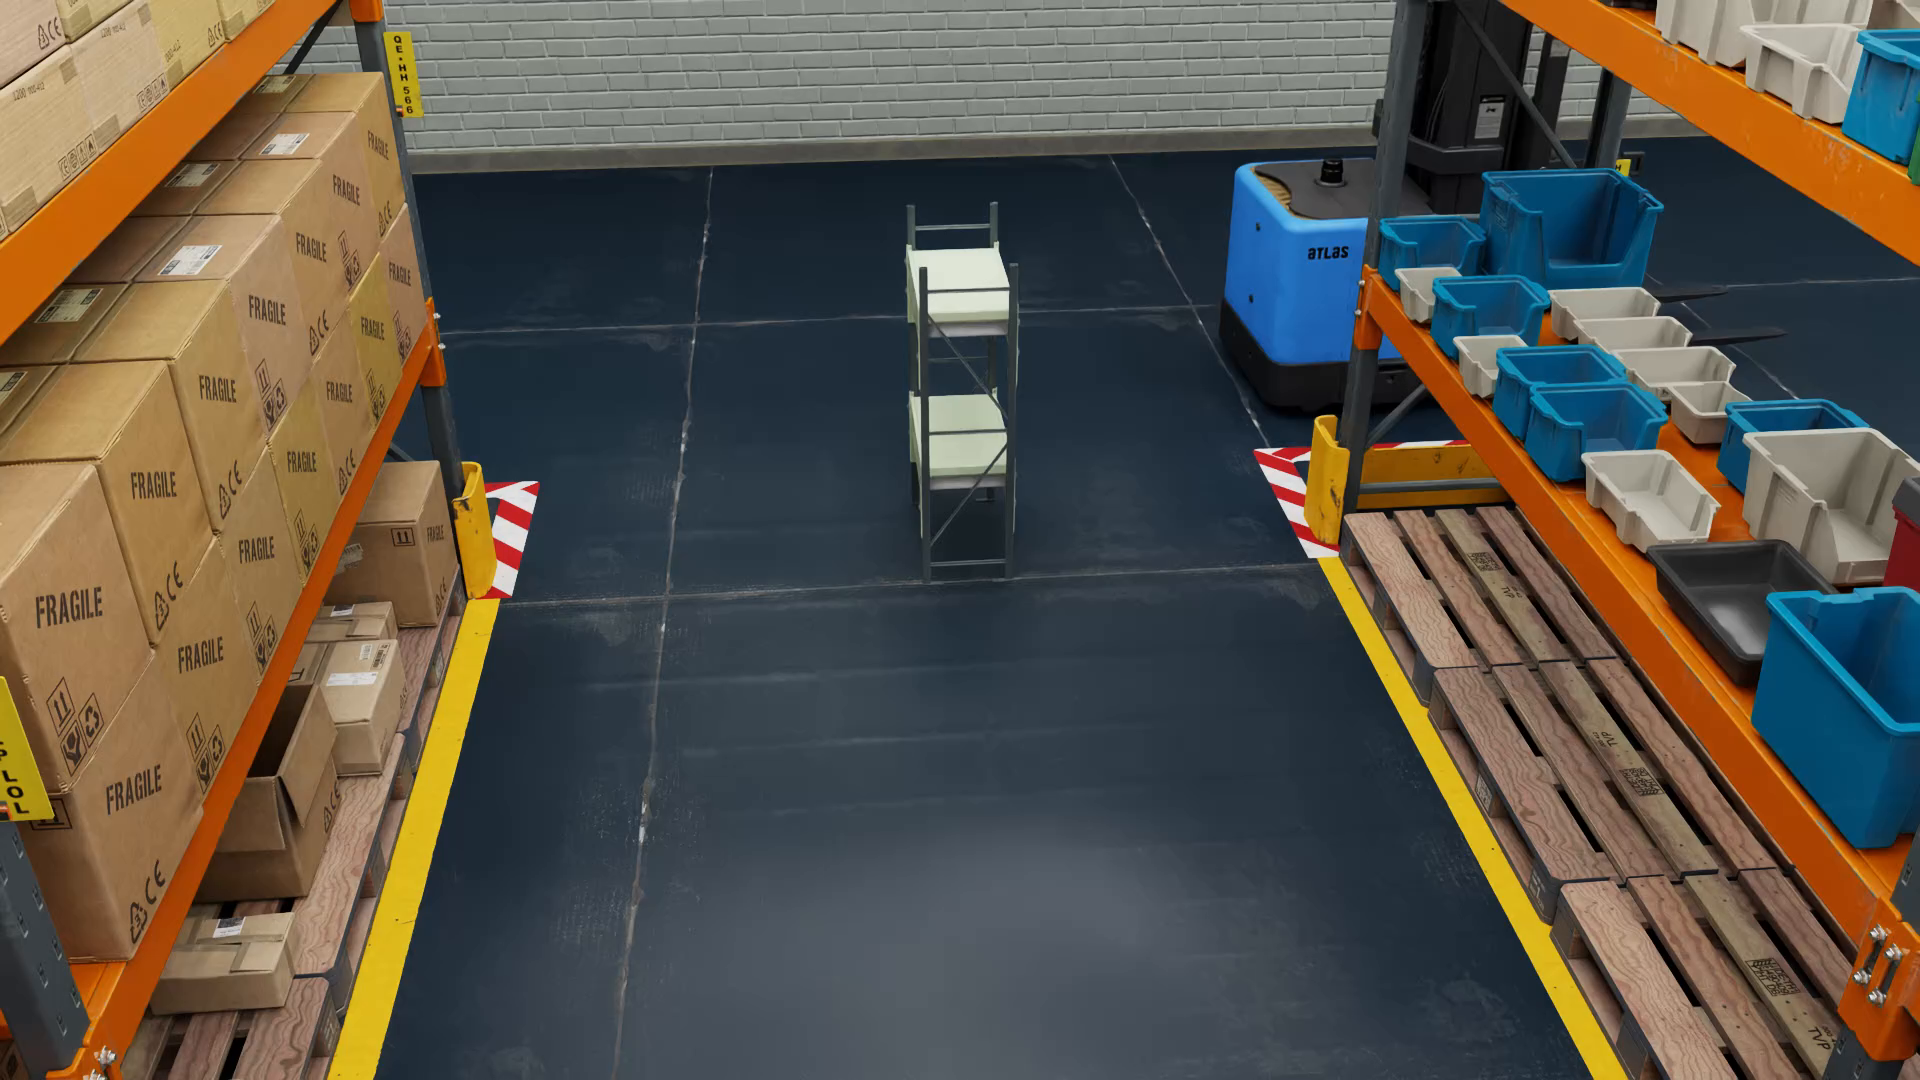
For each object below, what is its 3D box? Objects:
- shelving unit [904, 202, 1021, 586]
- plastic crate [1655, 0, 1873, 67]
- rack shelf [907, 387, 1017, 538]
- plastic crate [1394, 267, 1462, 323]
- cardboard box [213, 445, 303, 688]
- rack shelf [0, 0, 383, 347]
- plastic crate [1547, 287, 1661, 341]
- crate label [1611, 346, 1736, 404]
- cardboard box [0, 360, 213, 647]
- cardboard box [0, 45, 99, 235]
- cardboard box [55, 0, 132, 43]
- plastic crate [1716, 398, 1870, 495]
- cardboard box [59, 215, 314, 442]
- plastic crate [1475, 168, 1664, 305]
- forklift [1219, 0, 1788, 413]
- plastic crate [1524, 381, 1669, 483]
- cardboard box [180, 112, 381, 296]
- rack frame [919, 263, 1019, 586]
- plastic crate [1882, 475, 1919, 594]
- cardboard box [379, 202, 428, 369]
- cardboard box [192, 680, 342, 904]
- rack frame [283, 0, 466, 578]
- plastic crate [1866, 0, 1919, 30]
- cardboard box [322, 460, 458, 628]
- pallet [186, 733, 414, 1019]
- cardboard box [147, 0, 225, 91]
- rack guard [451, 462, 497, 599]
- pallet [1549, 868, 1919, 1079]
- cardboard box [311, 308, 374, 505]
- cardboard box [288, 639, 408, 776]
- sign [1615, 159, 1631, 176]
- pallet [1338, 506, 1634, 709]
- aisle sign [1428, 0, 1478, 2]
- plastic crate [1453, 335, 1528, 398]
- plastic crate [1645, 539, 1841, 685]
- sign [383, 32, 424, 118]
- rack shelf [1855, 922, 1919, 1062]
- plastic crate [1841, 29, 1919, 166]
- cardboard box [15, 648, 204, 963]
[{"bbox_3d":[0.001,-0.640,7.360,0.431,1.500,0.755,-3,31,-5],"label":"shelving unit"},{"bbox_3d":[2.149,-1.456,4.453,0.437,0.282,0.530,-3,31,-5],"label":"plastic crate"},{"bbox_3d":[0.001,-0.361,7.527,0.431,0.370,0.720,-3,31,-5],"label":"rack shelf"},{"bbox_3d":[1.892,-0.969,6.645,0.250,0.136,0.298,-3,31,-5],"label":"plastic crate"},{"bbox_3d":[-2.181,0.079,4.595,0.500,0.500,0.500,-3,31,-5],"label":"cardboard box"},{"bbox_3d":[-2.496,-1.088,4.423,1.077,0.370,4.000,-3,31,-5],"label":"rack shelf"},{"bbox_3d":[2.505,-0.870,6.481,0.396,0.136,0.243,-3,31,-5],"label":"plastic crate"},{"bbox_3d":[2.568,-0.581,5.996,0.396,0.136,0.243,-3,31,-5],"label":"crate label"},{"bbox_3d":[-2.122,-0.078,3.882,0.500,0.500,0.500,-4,31,-6],"label":"cardboard box"},{"bbox_3d":[-2.151,-0.827,3.430,0.500,0.250,0.500,-3,31,-5],"label":"cardboard box"},{"bbox_3d":[-2.191,-1.297,3.730,0.500,0.250,0.500,-3,31,-5],"label":"cardboard box"},{"bbox_3d":[2.696,-0.283,5.404,0.416,0.233,0.300,-3,31,-5],"label":"plastic crate"},{"bbox_3d":[-2.219,-0.604,4.763,0.500,0.500,0.500,-2,31,-3],"label":"cardboard box"},{"bbox_3d":[2.466,-1.244,6.815,0.616,0.435,0.499,-3,31,-5],"label":"plastic crate"},{"bbox_3d":[3.053,-2.271,8.693,3.031,2.935,1.130,-4,31,-7],"label":"forklift"},{"bbox_3d":[2.095,-0.352,5.519,0.416,0.233,0.300,-3,31,-5],"label":"plastic crate"},{"bbox_3d":[-2.320,-1.130,5.645,0.500,0.500,0.500,-2,31,-3],"label":"cardboard box"},{"bbox_3d":[0.035,-0.454,7.047,0.400,1.500,0.023,-3,31,-5],"label":"rack frame"},{"bbox_3d":[2.789,0.156,4.444,0.402,0.464,0.583,-3,31,-5],"label":"plastic crate"},{"bbox_3d":[-2.370,-0.957,6.330,0.500,0.500,0.500,-2,31,-3],"label":"cardboard box"},{"bbox_3d":[-2.490,0.836,5.431,0.797,0.503,0.637,-3,31,-5],"label":"cardboard box"},{"bbox_3d":[-2.683,-1.130,6.717,1.000,3.000,0.127,-3,31,-5],"label":"rack frame"},{"bbox_3d":[2.689,-1.497,4.663,0.437,0.136,0.530,-3,31,-5],"label":"plastic crate"},{"bbox_3d":[-2.387,0.020,6.800,0.500,0.500,0.500,-3,31,-5],"label":"cardboard box"},{"bbox_3d":[-2.490,1.134,5.645,1.003,0.211,1.213,-3,31,-5],"label":"pallet"},{"bbox_3d":[-2.247,-1.337,4.285,0.500,0.250,0.500,-3,31,-5],"label":"cardboard box"},{"bbox_3d":[-2.676,-0.018,7.293,1.175,0.500,0.348,-3,31,-5],"label":"rack guard"},{"bbox_3d":[2.515,1.500,5.032,1.003,0.211,1.213,-3,31,-5],"label":"pallet"},{"bbox_3d":[-2.277,-0.438,5.460,0.500,0.500,0.500,-3,31,-4],"label":"cardboard box"},{"bbox_3d":[-2.328,0.614,6.050,0.500,0.250,0.500,-3,31,-5],"label":"cardboard box"},{"bbox_3d":[2.795,-1.470,7.127,0.100,0.325,0.005,-3,31,-5],"label":"sign"},{"bbox_3d":[2.287,0.254,7.118,1.003,0.211,1.213,-3,31,-5],"label":"pallet"},{"bbox_3d":[1.946,-2.504,6.482,0.394,0.787,0.004,-3,31,-5],"label":"aisle sign"},{"bbox_3d":[1.955,-0.622,6.065,0.250,0.136,0.298,-3,31,-5],"label":"plastic crate"},{"bbox_3d":[2.251,0.210,4.682,0.437,0.125,0.590,-3,31,-5],"label":"plastic crate"},{"bbox_3d":[-2.129,-1.779,6.366,0.100,0.325,0.005,-3,31,-5],"label":"sign"},{"bbox_3d":[2.809,2.007,2.167,1.077,0.370,4.000,-3,31,-5],"label":"rack shelf"},{"bbox_3d":[2.220,-0.989,3.718,0.416,0.233,0.300,-3,31,-5],"label":"plastic crate"},{"bbox_3d":[-2.086,0.596,3.730,0.500,0.500,0.500,-2,31,-3],"label":"cardboard box"}]
